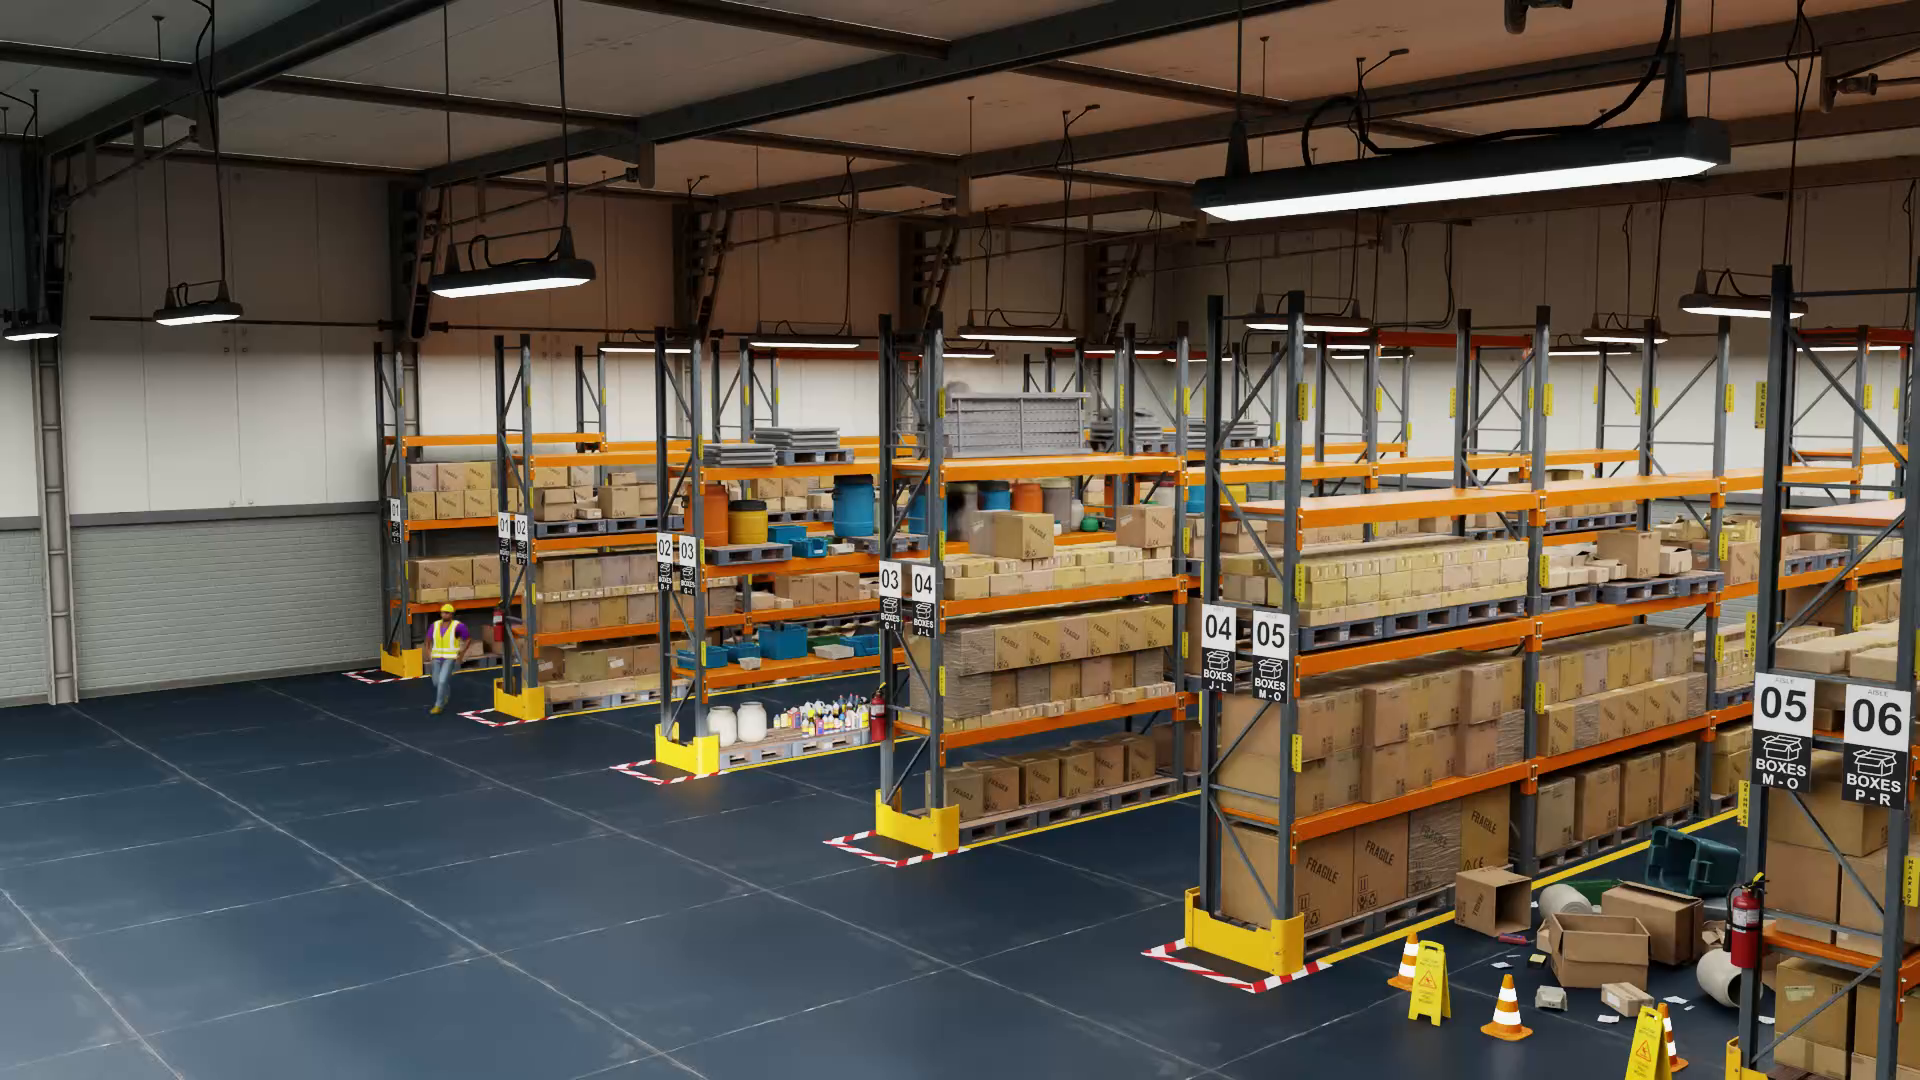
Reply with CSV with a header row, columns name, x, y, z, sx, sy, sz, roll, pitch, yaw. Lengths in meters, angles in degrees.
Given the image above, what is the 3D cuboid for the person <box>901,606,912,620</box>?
name,x,y,z,sx,sy,sz,roll,pitch,yaw
person,-0.982,1.221,33.618,0.956,1.786,0.667,-5,7,-43

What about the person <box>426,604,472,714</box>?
name,x,y,z,sx,sy,sz,roll,pitch,yaw
person,-8.210,1.881,26.668,0.743,1.737,0.766,0,5,3
